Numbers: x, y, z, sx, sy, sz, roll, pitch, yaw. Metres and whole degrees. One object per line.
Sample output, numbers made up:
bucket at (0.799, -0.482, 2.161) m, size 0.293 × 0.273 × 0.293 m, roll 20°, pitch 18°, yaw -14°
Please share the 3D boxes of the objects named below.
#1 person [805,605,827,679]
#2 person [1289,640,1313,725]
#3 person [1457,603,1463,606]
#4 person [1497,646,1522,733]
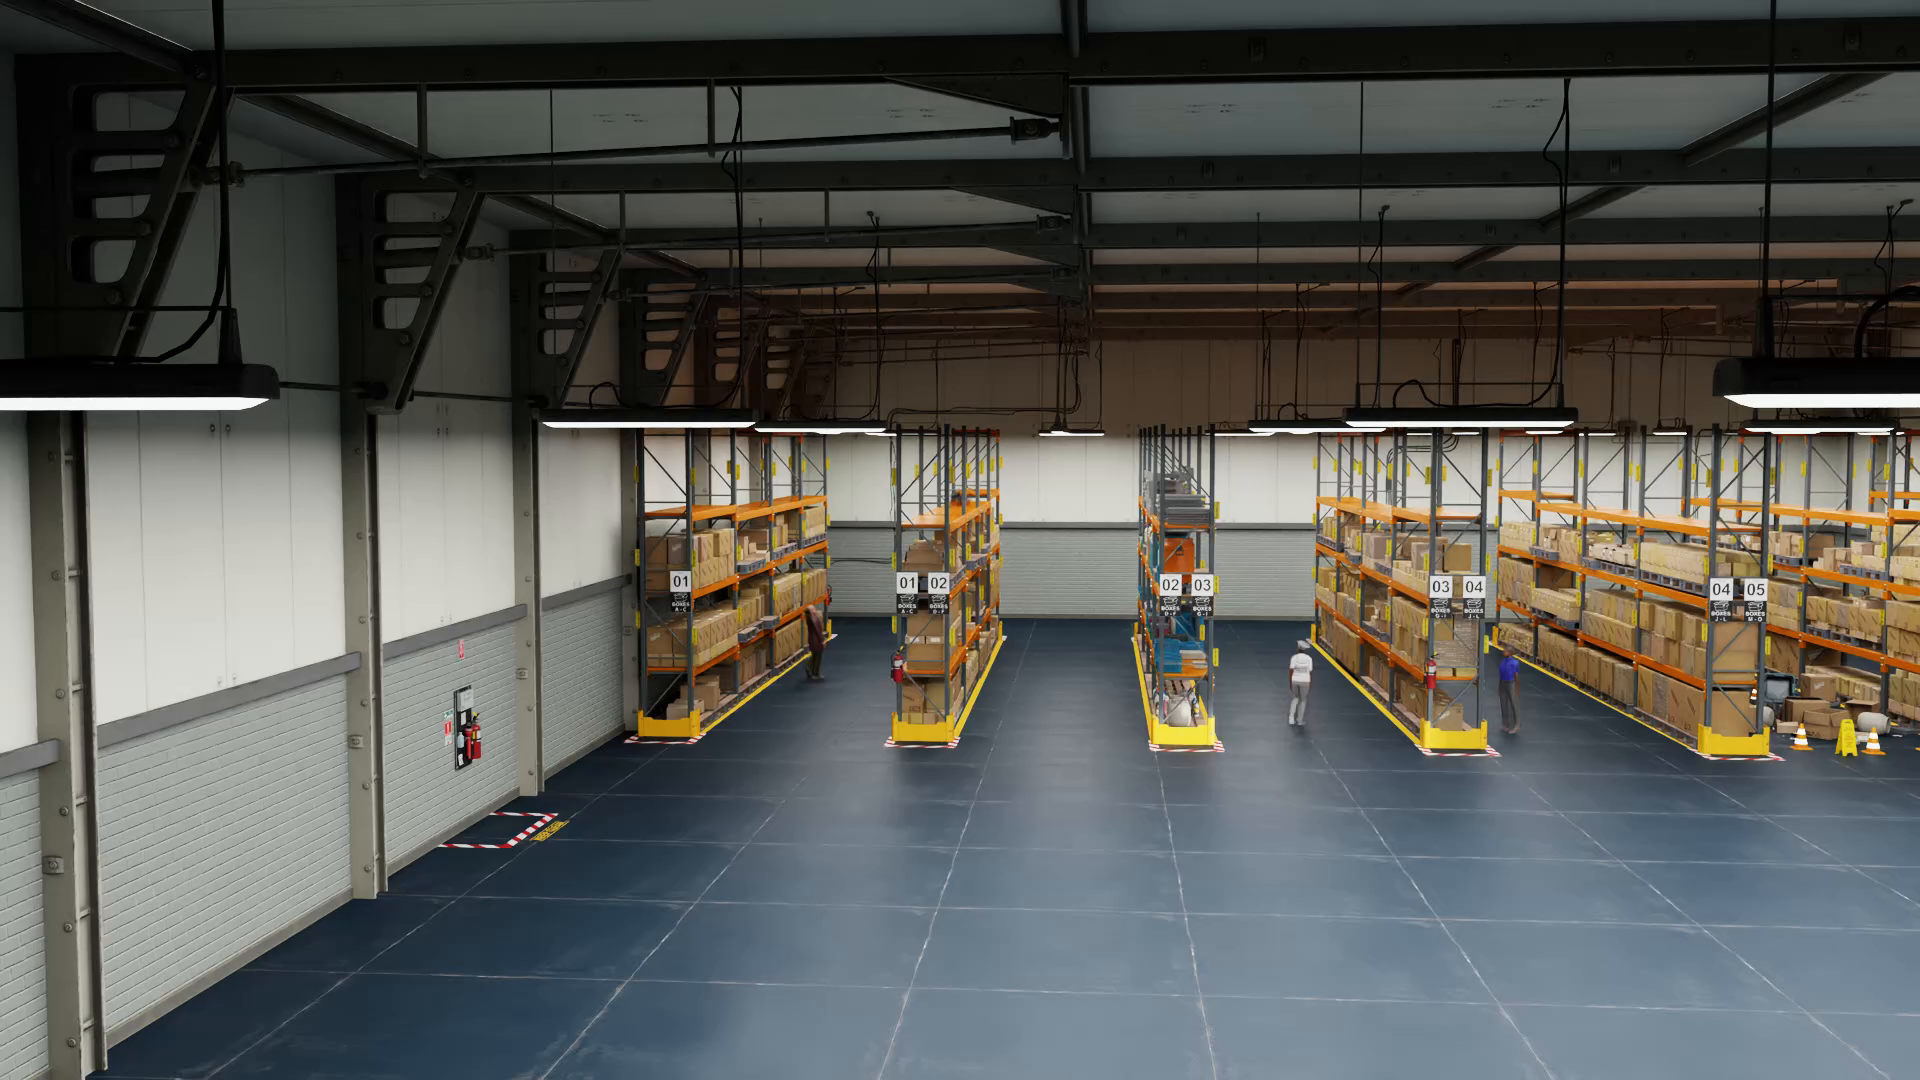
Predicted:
person at (-3.428, 2.425, 39.492) m, size 0.519 × 1.777 × 0.600 m, roll -3°, pitch 5°, yaw -44°
person at (6.806, 2.849, 33.133) m, size 0.439 × 1.692 × 0.432 m, roll 3°, pitch 4°, yaw 39°
person at (13.941, 2.027, 46.833) m, size 0.514 × 1.659 × 0.499 m, roll 3°, pitch 5°, yaw 40°
person at (10.740, 2.969, 32.550) m, size 0.394 × 1.553 × 0.541 m, roll -3°, pitch 4°, yaw -39°
